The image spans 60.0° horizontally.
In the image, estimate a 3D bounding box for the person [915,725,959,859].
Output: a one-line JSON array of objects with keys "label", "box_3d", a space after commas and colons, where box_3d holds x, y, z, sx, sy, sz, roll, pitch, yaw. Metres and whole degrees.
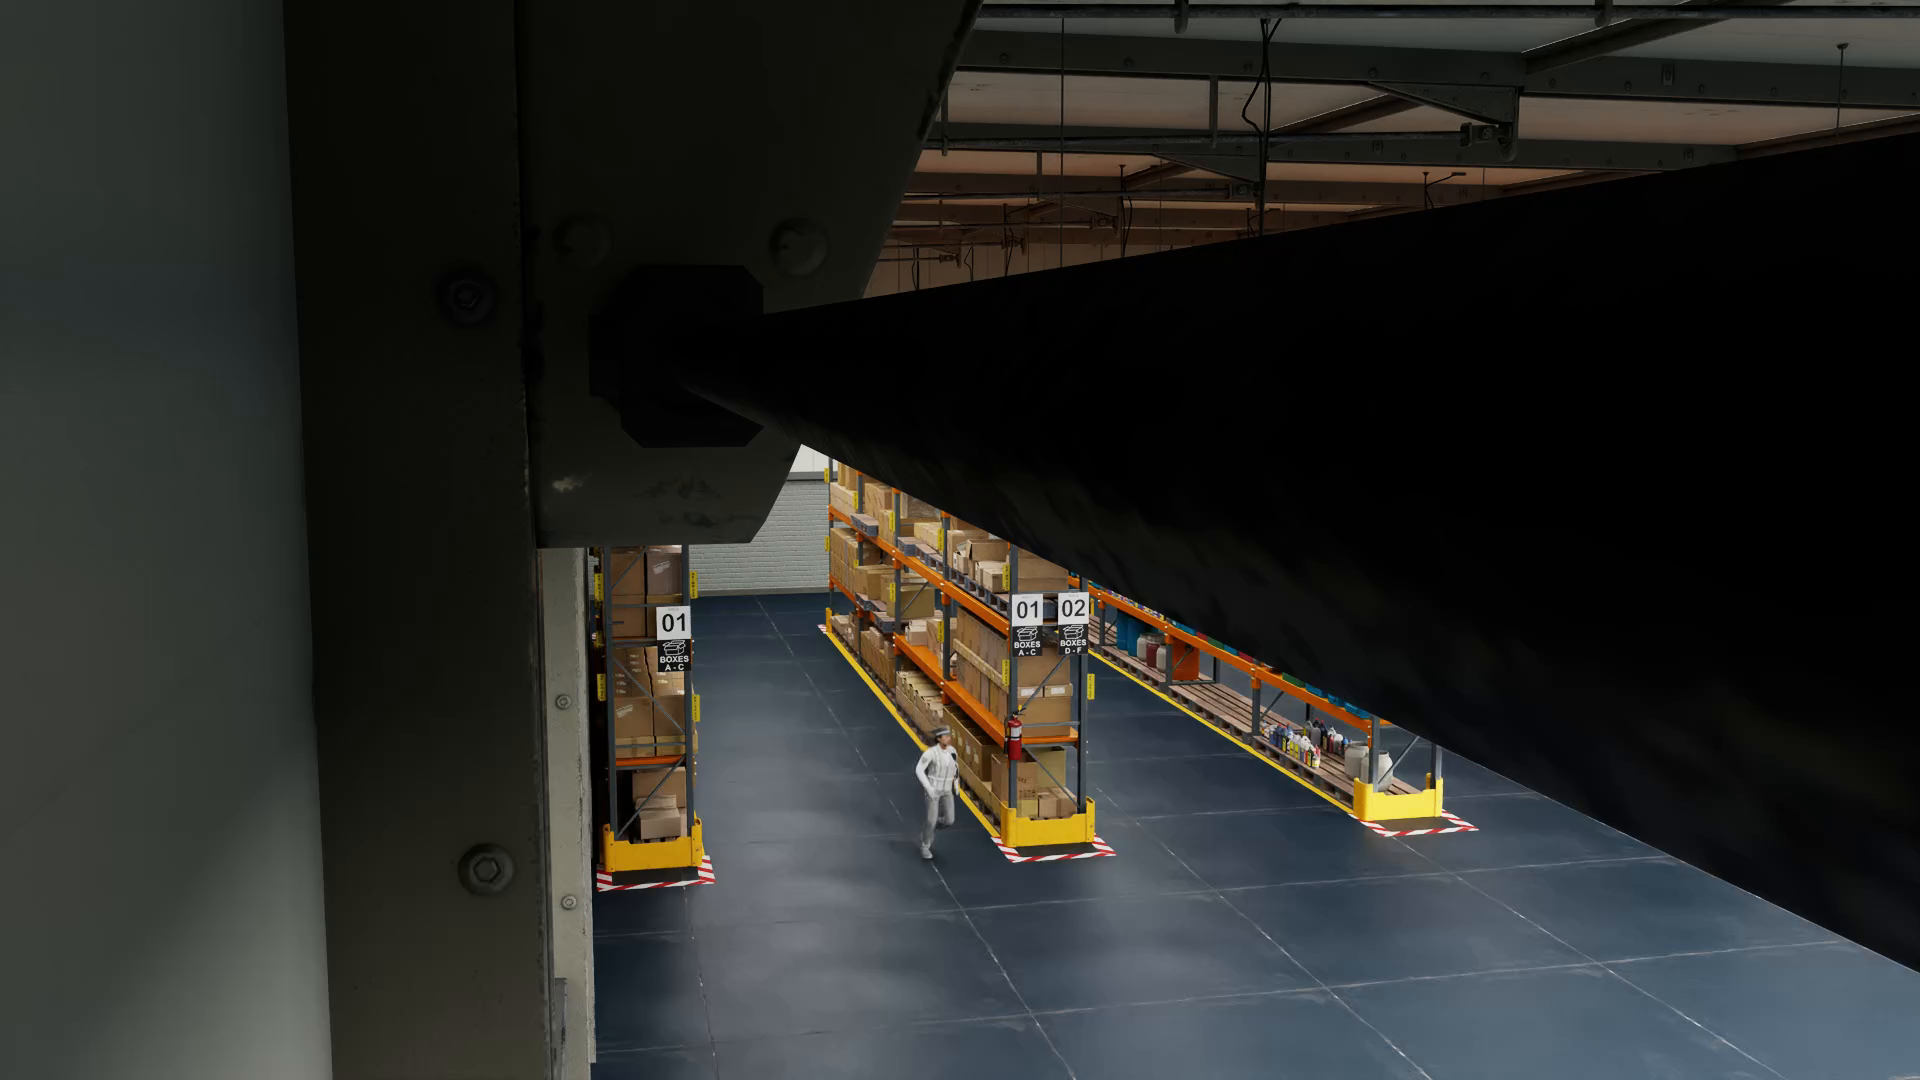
[{"label": "person", "box_3d": [-0.237, 3.091, 20.569, 0.674, 1.632, 0.495, -4, 8, -32]}]
